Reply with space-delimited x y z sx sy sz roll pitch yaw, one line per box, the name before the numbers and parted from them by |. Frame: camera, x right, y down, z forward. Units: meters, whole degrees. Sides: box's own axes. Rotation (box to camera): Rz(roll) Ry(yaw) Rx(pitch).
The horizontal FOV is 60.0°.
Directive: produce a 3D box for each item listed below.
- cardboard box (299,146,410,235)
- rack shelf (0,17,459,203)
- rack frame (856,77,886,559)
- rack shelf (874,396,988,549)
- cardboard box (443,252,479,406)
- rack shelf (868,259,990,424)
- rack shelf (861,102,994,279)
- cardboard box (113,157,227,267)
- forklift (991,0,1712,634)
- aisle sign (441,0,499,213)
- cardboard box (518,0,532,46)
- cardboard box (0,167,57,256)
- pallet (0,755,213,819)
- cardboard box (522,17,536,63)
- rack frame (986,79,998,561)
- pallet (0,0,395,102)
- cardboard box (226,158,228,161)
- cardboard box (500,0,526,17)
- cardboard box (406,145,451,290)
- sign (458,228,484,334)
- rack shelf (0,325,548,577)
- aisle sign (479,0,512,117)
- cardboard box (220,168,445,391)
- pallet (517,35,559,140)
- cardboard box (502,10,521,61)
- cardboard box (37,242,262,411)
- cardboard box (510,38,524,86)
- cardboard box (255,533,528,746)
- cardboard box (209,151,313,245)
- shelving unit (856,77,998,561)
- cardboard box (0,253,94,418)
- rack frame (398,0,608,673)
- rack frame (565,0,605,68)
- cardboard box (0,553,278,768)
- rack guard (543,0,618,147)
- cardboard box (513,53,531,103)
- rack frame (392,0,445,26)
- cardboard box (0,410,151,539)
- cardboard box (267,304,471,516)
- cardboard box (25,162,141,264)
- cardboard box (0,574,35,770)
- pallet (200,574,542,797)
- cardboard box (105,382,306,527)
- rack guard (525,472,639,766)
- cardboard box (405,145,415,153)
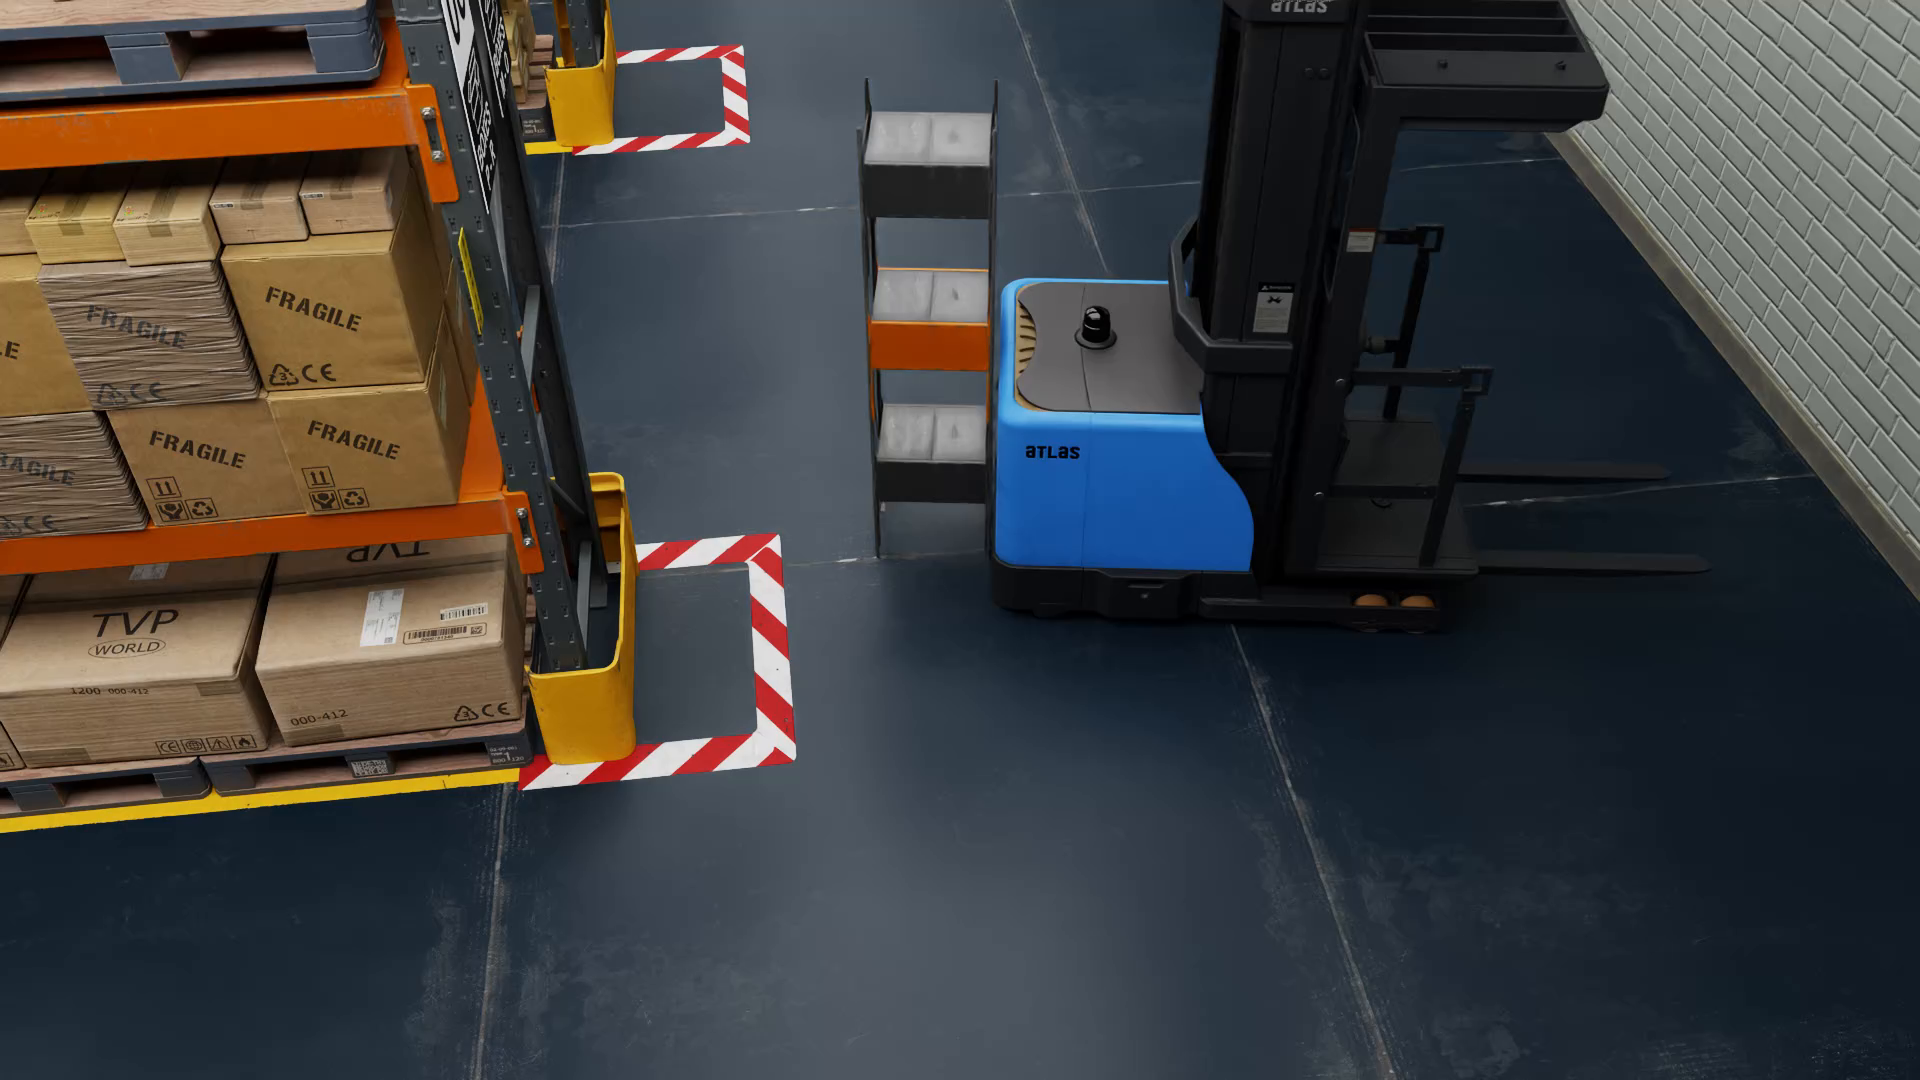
cardboard box | -1.872 -1.115 5.156 0.250 0.149 0.380 -4 42 -5
rack shelf | -3.525 -1.303 4.967 4.000 0.370 1.077 -5 42 -6
rack frame | -0.358 -0.830 6.818 0.015 2.100 0.400 1 42 2
rack shelf | -0.114 -0.295 7.290 0.480 0.518 0.431 1 42 2
cardboard box | -2.055 -0.816 6.055 0.500 0.500 0.500 -5 42 -6
rack shelf | -0.114 -0.814 6.821 0.480 0.518 0.431 1 42 2
rack shelf | -0.114 -1.334 6.352 0.480 0.518 0.431 1 42 2
cardboard box | -2.365 -0.999 5.027 0.250 0.149 0.380 -5 42 -6
forklift | 1.663 -1.059 6.450 3.031 2.935 1.130 1 42 2
aisle sign | -1.430 -1.395 4.832 0.004 0.787 0.394 -5 42 -6
cardboard box | -2.837 -3.241 10.412 0.250 0.149 0.380 -3 42 -4
cardboard box | -2.889 -1.028 5.060 0.250 0.149 0.380 -5 42 -6
pallet | -3.532 0.631 6.608 1.213 0.211 1.003 -5 42 -6
cardboard box | -2.845 -3.173 10.558 0.250 0.149 0.380 -4 42 -5
rack frame | 0.130 -0.819 6.805 0.015 2.100 0.400 1 42 2
pallet | -2.276 -1.639 4.870 1.213 0.211 1.003 -5 42 -6
cardboard box | -2.566 -1.136 5.664 0.500 0.500 0.500 -6 42 -7
cardboard box | -2.847 -3.407 10.373 0.250 0.149 0.380 -7 42 -7
cardboard box | -2.055 -1.186 5.719 0.500 0.500 0.500 -6 42 -6
sign | -1.485 -0.786 5.056 0.005 0.325 0.100 -5 42 -6
rack shelf | -3.525 -0.189 5.972 4.000 0.370 1.077 -5 42 -6
aisle sign | -1.508 -1.794 5.273 0.004 0.787 0.394 -5 42 -6
cardboard box | -1.989 -0.838 5.334 0.500 0.500 0.500 -4 42 -4
pallet | -3.169 -2.819 10.433 1.213 0.211 1.003 -5 42 -6
cardboard box | -2.776 -3.012 9.936 0.250 0.149 0.380 -5 42 -5
cardboard box | -2.503 -0.773 5.262 0.500 0.500 0.500 -5 42 -5
cardboard box | -2.770 -2.881 10.012 0.250 0.149 0.380 -6 42 -7
cardboard box | -2.183 0.289 6.504 0.875 0.438 0.875 -6 42 -7
cardboard box | -2.120 -1.077 5.114 0.250 0.149 0.380 -4 42 -5
shelving unit | -0.114 -0.825 6.812 0.503 2.100 0.431 1 42 2
cardboard box | -2.994 -0.732 5.216 0.500 0.500 0.500 -5 42 -6
rack frame | -1.542 -0.630 5.924 0.127 3.000 1.000 -5 42 -6
rack frame | -2.284 -3.908 9.559 0.127 3.000 1.000 -5 42 -6
cardboard box | -3.090 0.375 6.410 0.875 0.438 0.875 -4 42 -4
rack guard | -2.359 -2.974 10.389 0.348 0.500 1.175 -5 42 -6
cardboard box | -2.779 -2.822 10.169 0.250 0.149 0.380 -4 42 -5
rack frame | -1.542 -2.857 3.914 0.127 3.000 1.000 -5 42 -6
cardboard box | -2.994 -0.364 5.555 0.500 0.500 0.500 -4 42 -4
cardboard box | -1.986 -0.449 5.649 0.500 0.500 0.500 -5 42 -5
cardboard box | -2.621 -1.004 5.033 0.250 0.149 0.380 -4 42 -5
cardboard box | -3.984 0.452 6.324 0.875 0.438 0.875 -6 42 -7
pallet | -2.325 0.527 6.723 1.213 0.211 1.003 -5 42 -6
cardboard box | -2.485 -0.416 5.612 0.500 0.500 0.500 -6 42 -6
rack guard | -1.518 0.296 6.763 0.348 0.500 1.175 -5 42 -6
cardboard box | -1.930 -1.432 5.508 0.250 0.149 0.380 -4 42 -5
